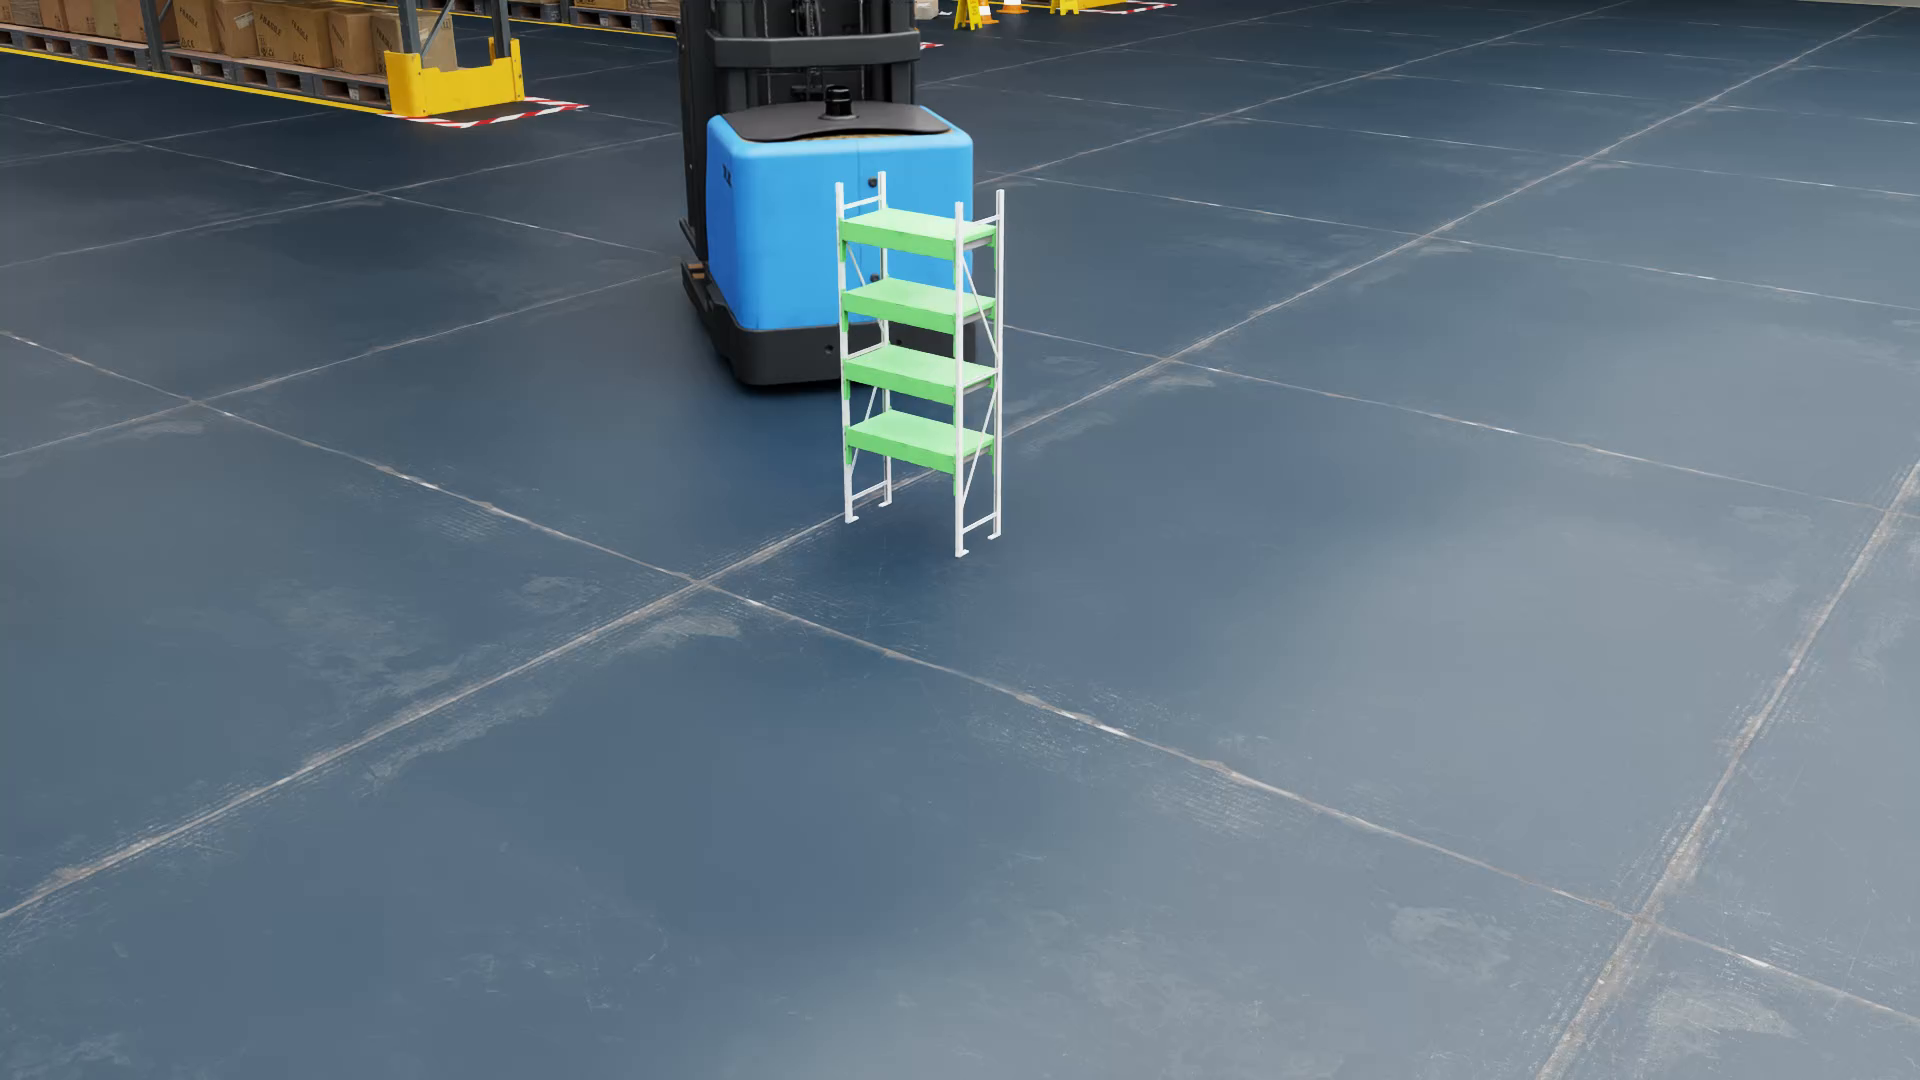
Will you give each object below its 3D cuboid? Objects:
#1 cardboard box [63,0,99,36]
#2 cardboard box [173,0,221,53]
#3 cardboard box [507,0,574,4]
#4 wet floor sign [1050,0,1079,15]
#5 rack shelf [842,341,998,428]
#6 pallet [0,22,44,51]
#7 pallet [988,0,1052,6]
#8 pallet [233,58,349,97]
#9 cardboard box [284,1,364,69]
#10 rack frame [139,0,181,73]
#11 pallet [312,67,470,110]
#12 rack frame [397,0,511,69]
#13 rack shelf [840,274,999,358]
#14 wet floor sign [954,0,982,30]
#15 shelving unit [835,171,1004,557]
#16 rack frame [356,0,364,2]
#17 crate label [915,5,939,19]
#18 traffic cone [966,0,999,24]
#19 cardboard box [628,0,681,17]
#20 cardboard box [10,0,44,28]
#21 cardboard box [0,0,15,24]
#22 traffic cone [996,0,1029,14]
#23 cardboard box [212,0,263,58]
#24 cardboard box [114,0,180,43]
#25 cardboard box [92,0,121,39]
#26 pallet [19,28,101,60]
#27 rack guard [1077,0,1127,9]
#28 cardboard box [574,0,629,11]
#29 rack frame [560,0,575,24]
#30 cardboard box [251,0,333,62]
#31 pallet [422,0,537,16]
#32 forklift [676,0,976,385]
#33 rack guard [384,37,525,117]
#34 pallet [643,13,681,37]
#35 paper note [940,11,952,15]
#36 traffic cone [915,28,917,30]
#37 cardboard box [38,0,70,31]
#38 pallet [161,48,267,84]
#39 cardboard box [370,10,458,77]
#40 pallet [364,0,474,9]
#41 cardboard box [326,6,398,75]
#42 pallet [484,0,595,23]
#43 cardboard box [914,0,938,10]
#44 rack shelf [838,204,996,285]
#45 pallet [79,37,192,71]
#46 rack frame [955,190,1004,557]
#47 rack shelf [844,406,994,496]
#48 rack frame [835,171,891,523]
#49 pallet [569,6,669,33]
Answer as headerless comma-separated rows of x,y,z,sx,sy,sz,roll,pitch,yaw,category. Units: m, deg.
-8.671,-5.465,16.987,0.500,0.500,0.700,14,27,29,cardboard box
-7.079,-4.934,15.807,0.500,0.500,0.500,16,28,32,cardboard box
-4.870,-6.855,19.857,0.750,0.750,1.050,17,29,33,cardboard box
1.280,-6.757,20.285,0.267,0.644,0.232,-15,28,-30,wet floor sign
-0.132,-0.531,5.625,0.480,0.148,0.258,17,29,33,rack shelf
-9.951,-5.497,17.964,1.213,0.211,1.003,17,29,33,pallet
1.080,-7.175,21.774,1.213,0.211,1.003,17,29,33,pallet
-5.836,-4.273,15.187,1.213,0.211,1.003,17,29,33,pallet
-5.652,-4.524,14.876,0.500,0.500,0.500,20,31,38,cardboard box
-7.375,-5.995,15.637,0.127,3.000,1.000,17,29,33,rack frame
-4.864,-3.978,14.517,1.213,0.211,1.003,17,29,33,pallet
-4.174,-5.028,13.441,0.127,3.000,1.000,17,29,33,rack frame
-0.132,-0.750,5.528,0.480,0.148,0.258,17,29,33,rack shelf
0.092,-6.158,18.927,0.232,0.644,0.267,12,26,24,wet floor sign
-0.132,-0.589,5.599,0.503,1.200,0.258,17,29,33,shelving unit
-7.520,-8.538,21.408,0.127,3.000,1.000,17,29,33,rack frame
-0.408,-6.333,19.953,0.298,0.136,0.250,3,24,6,crate label
0.258,-6.312,19.501,0.334,0.463,0.336,17,29,33,traffic cone
-3.134,-6.400,18.669,0.875,0.875,0.875,17,29,34,cardboard box
-9.576,-5.734,17.599,0.500,0.500,0.700,14,27,29,cardboard box
-10.027,-5.864,17.894,0.500,0.500,0.700,15,28,31,cardboard box
0.652,-6.752,20.501,0.334,0.463,0.336,17,29,33,traffic cone
-6.616,-4.798,15.498,0.500,0.500,0.500,-16,28,-31,cardboard box
-7.853,-5.208,16.405,0.500,0.500,0.700,14,28,29,cardboard box
-8.223,-5.330,16.680,0.500,0.500,0.700,17,29,33,cardboard box
-8.979,-5.202,17.294,1.213,0.211,1.003,17,29,33,pallet
1.709,-7.100,21.244,0.348,0.500,1.175,17,29,33,rack guard
-3.858,-6.616,19.160,0.875,0.875,0.875,17,29,34,cardboard box
-4.319,-7.571,19.213,0.127,3.000,1.000,17,29,33,rack frame
-6.072,-4.673,15.215,0.500,0.500,0.500,14,27,29,cardboard box
-5.962,-6.752,20.813,1.213,0.211,1.003,17,29,33,pallet
-0.816,-2.567,7.940,1.130,2.935,3.031,-6,25,-14,forklift
-4.235,-3.902,13.987,0.348,0.500,1.175,17,29,33,rack guard
-2.777,-5.791,18.632,1.213,0.211,1.003,17,29,33,pallet
-0.181,-6.453,20.358,0.142,0.019,0.148,7,25,15,paper note
-0.692,-6.029,18.861,0.334,0.463,0.336,17,29,33,traffic cone
-9.118,-5.599,17.293,0.500,0.500,0.700,20,31,38,cardboard box
-6.816,-4.568,15.856,1.213,0.211,1.003,17,29,33,pallet
-4.663,-4.233,14.216,0.500,0.500,0.500,-20,31,-38,cardboard box
-6.934,-7.047,21.483,1.213,0.211,1.003,17,29,33,pallet
-5.162,-4.366,14.519,0.500,0.500,0.500,-17,29,-34,cardboard box
-4.982,-6.457,20.144,1.213,0.211,1.003,17,29,33,pallet
-0.490,-6.586,20.513,0.380,0.149,0.250,-10,26,-21,cardboard box
-0.132,-0.970,5.431,0.480,0.148,0.258,17,29,33,rack shelf
-7.998,-4.907,16.625,1.213,0.211,1.003,17,29,33,pallet
0.063,-0.530,5.465,0.015,1.200,0.240,17,29,33,rack frame
-0.132,-0.311,5.721,0.480,0.148,0.258,17,29,33,rack shelf
-0.328,-0.648,5.733,0.015,1.200,0.240,17,29,33,rack frame
-3.757,-6.086,19.301,1.213,0.211,1.003,17,29,33,pallet
